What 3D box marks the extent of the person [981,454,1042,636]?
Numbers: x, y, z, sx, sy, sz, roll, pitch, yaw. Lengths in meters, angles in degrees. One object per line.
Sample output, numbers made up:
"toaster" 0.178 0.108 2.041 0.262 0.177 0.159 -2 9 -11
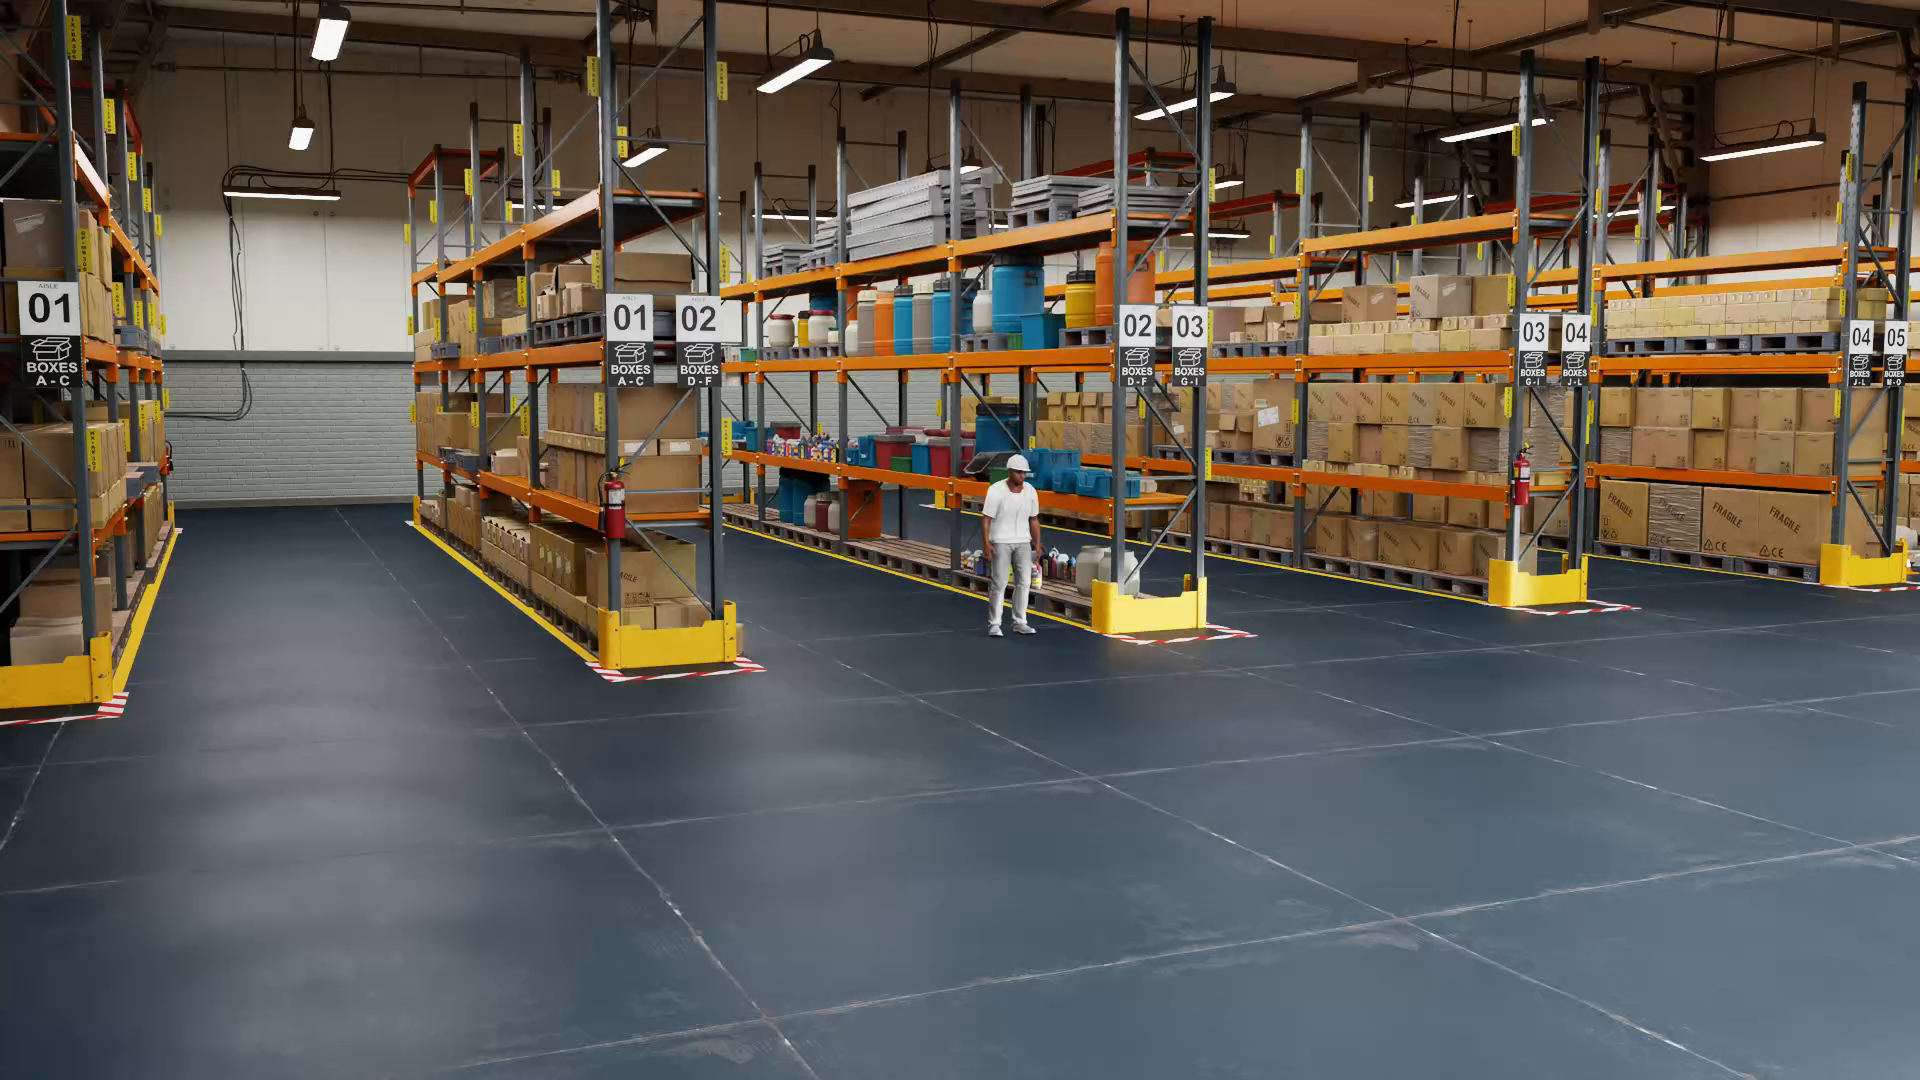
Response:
"person" 0.512 0.044 16.194 0.632 1.760 0.463 -2 6 -24
